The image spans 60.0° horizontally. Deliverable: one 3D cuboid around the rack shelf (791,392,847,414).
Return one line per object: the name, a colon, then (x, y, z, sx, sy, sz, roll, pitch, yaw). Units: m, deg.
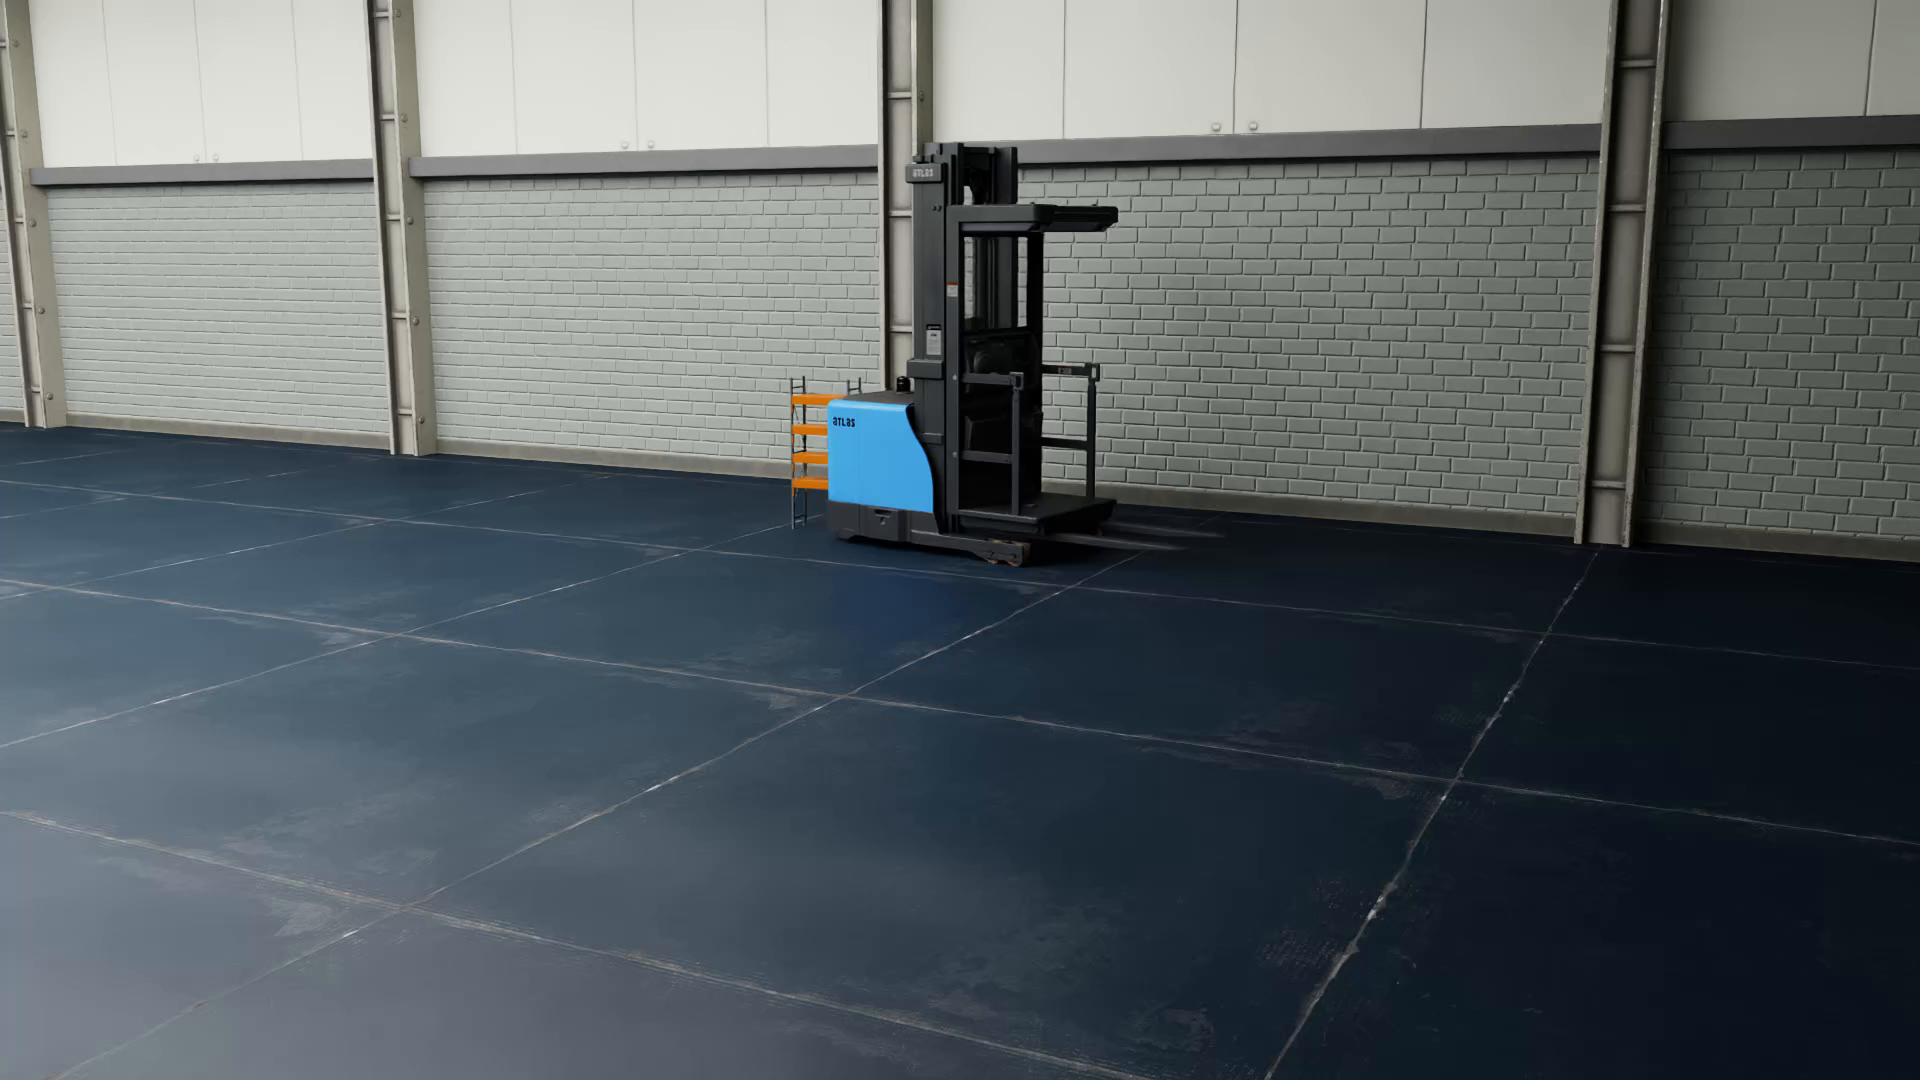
rack shelf: (-1.053, -1.069, 13.053, 0.480, 0.148, 0.258, 4, 11, 21)

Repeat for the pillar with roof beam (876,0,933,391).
pillar with roof beam: (-2.387, -4.199, 10.661, 0.400, 9.000, 9.100, 5, 11, 26)

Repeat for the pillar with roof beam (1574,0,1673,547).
pillar with roof beam: (2.993, -3.726, 8.049, 0.400, 9.000, 9.100, 5, 11, 26)

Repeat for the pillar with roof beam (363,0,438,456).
pillar with roof beam: (-7.768, -4.671, 13.274, 0.400, 9.000, 9.100, 5, 11, 26)

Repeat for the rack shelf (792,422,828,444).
rack shelf: (-1.054, -0.836, 13.094, 0.480, 0.148, 0.258, 4, 11, 21)

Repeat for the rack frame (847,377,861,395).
rack frame: (-0.827, -0.666, 13.034, 0.015, 1.200, 0.240, 4, 11, 21)

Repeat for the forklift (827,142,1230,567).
forklift: (0.472, -1.361, 12.022, 3.031, 2.935, 1.130, 7, 13, 35)

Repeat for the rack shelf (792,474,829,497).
rack shelf: (-1.055, -0.420, 13.166, 0.480, 0.148, 0.258, 4, 11, 21)

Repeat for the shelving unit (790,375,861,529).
shelving unit: (-1.054, -0.681, 13.120, 0.503, 1.200, 0.258, 4, 11, 21)

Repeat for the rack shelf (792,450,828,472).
rack shelf: (-1.054, -0.615, 13.132, 0.480, 0.148, 0.258, 4, 11, 21)

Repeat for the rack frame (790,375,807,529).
rack frame: (-1.282, -0.697, 13.207, 0.015, 1.200, 0.240, 4, 11, 21)

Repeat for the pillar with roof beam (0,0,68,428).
pillar with roof beam: (-13.149, -5.144, 15.886, 0.400, 9.000, 9.100, 5, 11, 26)
